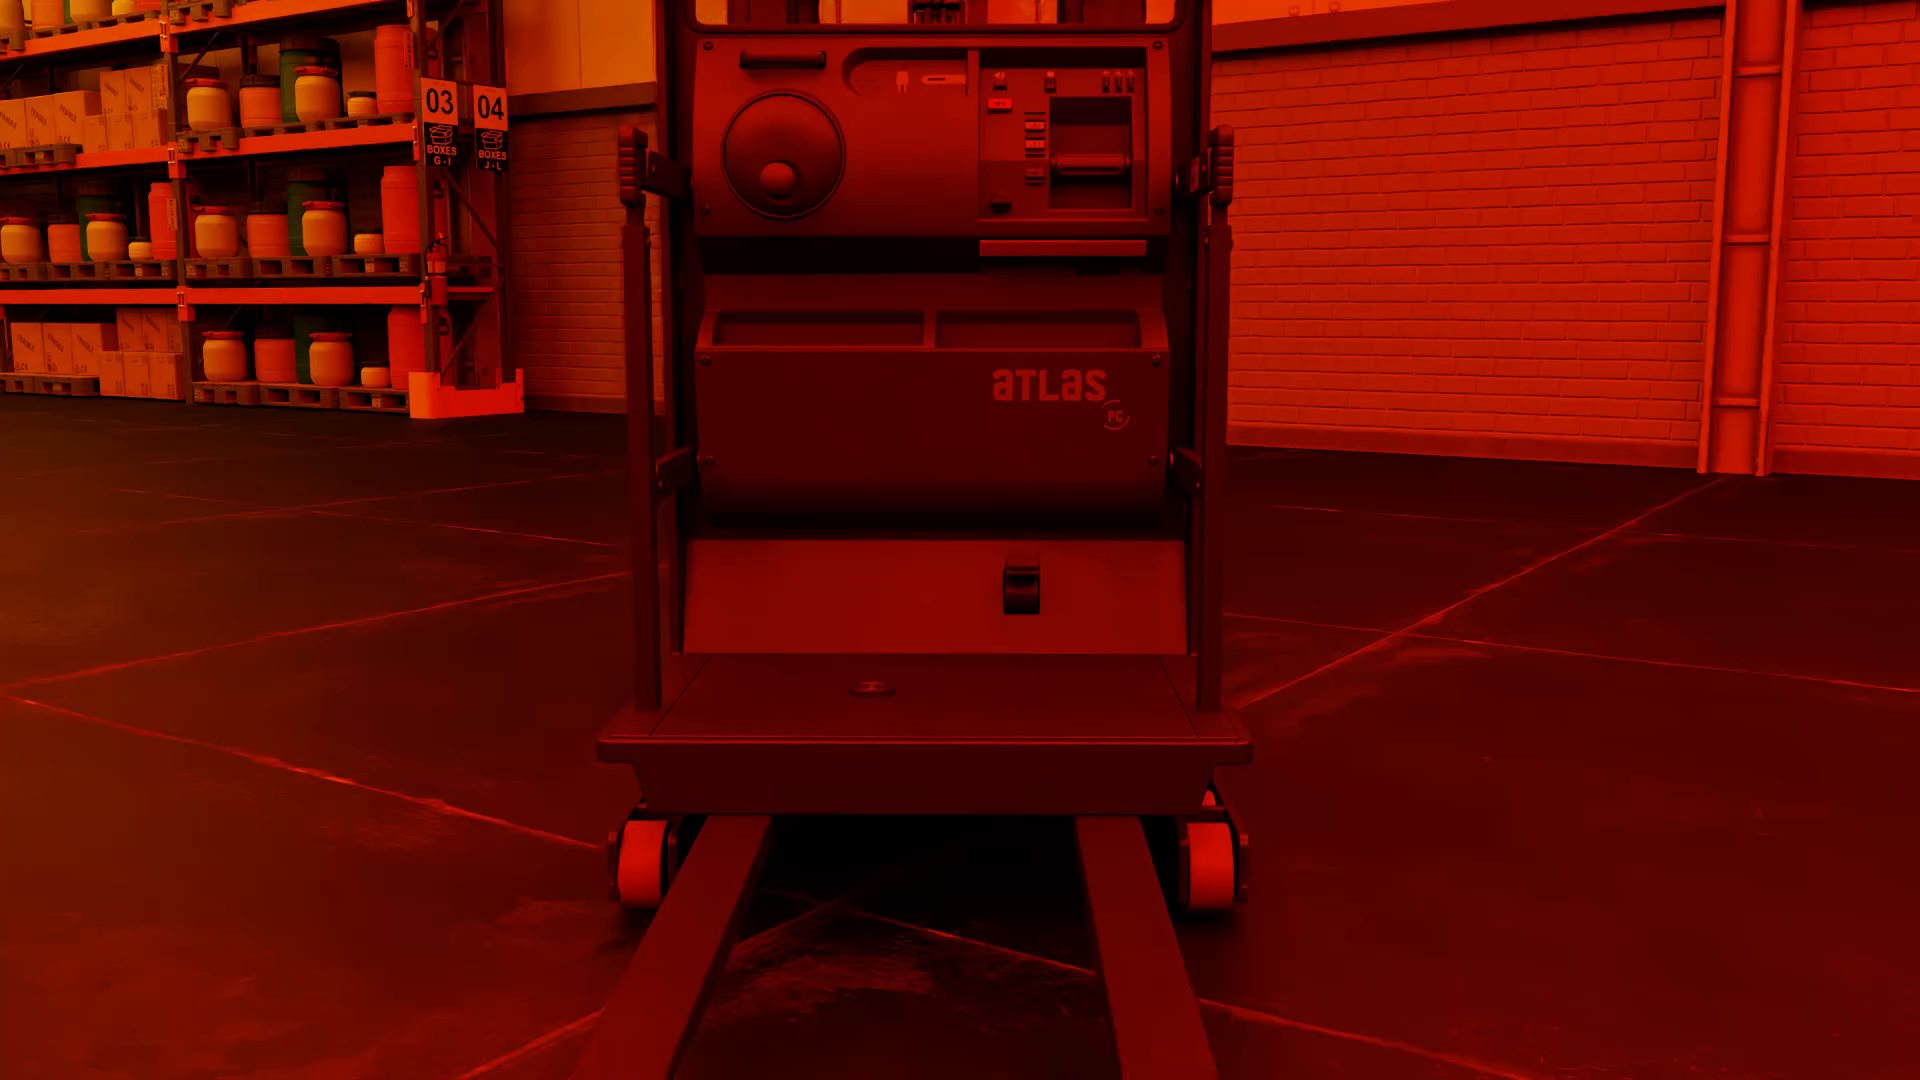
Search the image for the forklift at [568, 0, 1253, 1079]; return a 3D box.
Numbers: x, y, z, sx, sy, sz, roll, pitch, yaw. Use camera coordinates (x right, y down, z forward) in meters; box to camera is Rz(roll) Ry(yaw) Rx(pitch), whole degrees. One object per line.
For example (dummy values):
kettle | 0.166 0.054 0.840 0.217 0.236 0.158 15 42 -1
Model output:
forklift | -0.055 -0.832 3.045 1.130 2.935 3.031 0 8 1
